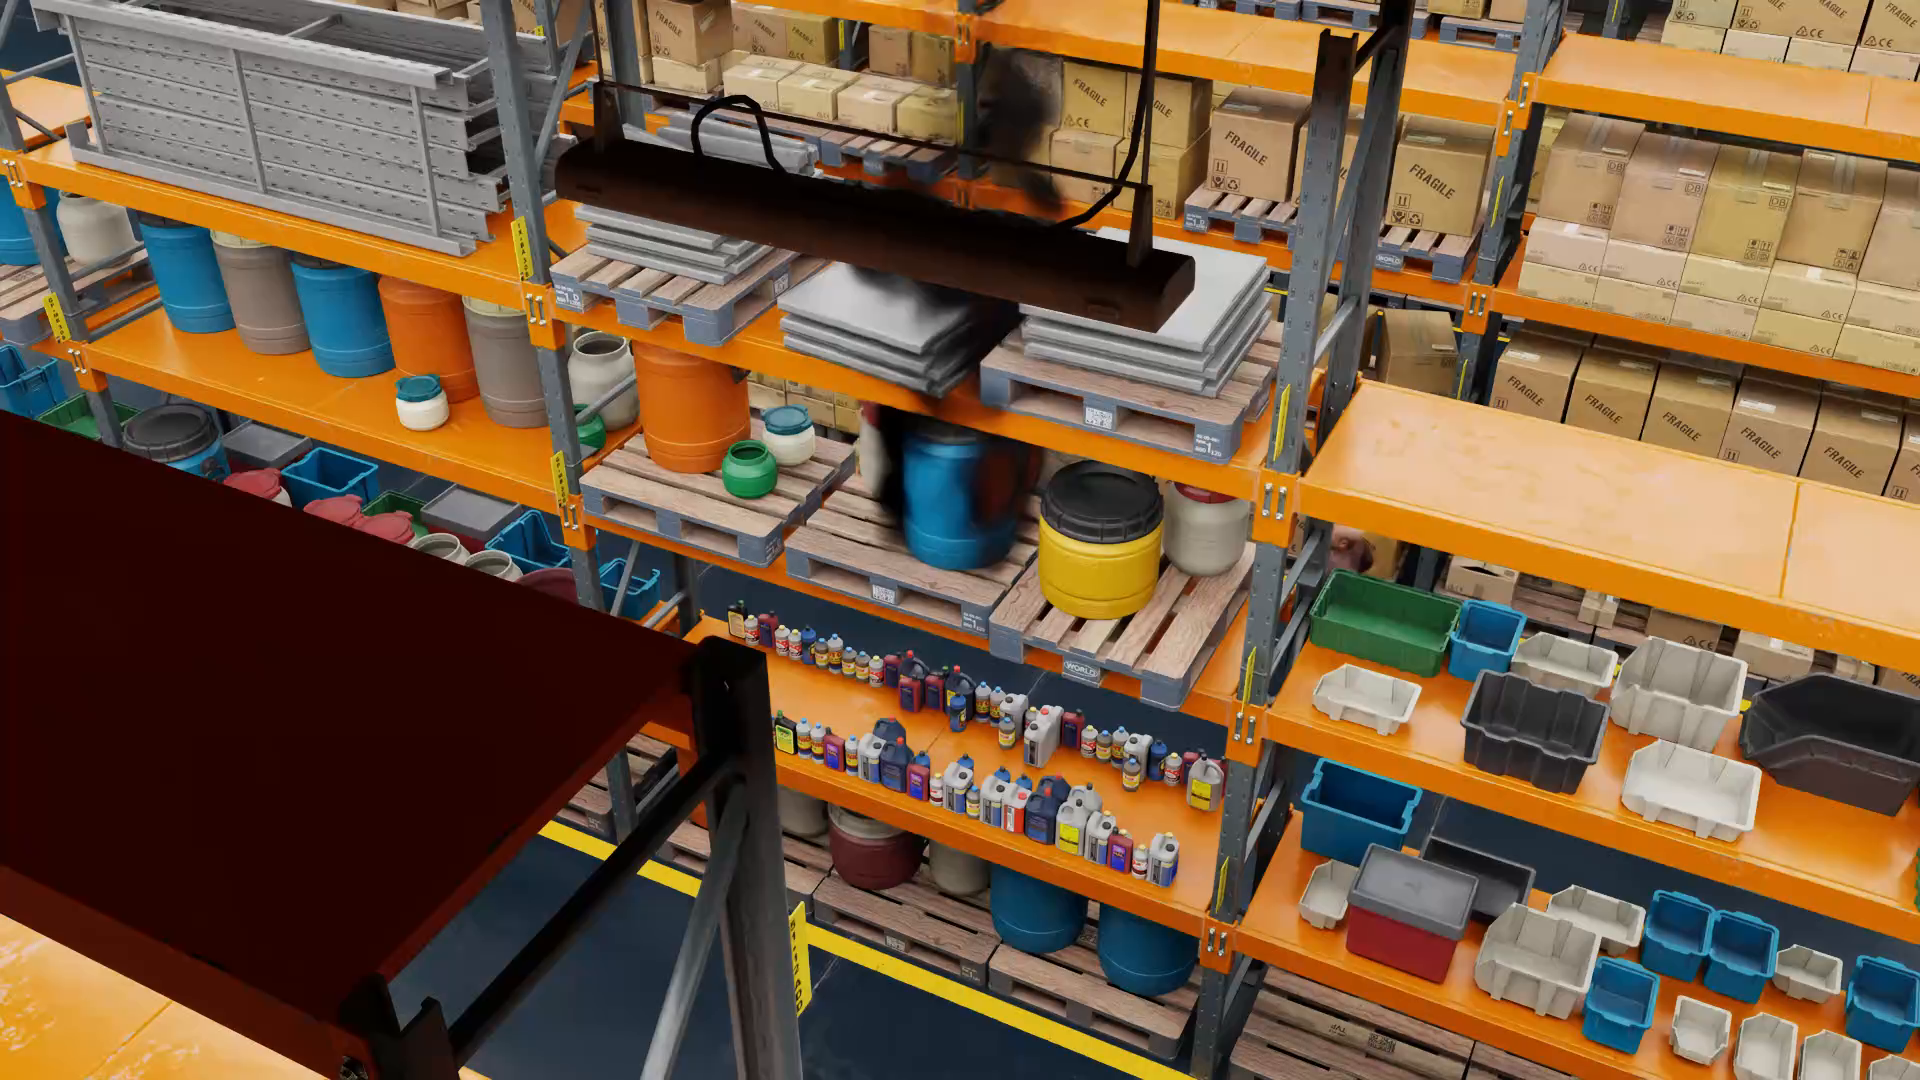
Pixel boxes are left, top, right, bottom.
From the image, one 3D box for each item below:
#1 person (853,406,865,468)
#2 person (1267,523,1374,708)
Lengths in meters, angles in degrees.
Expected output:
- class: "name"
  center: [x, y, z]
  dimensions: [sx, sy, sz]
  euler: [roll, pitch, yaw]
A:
- class: "person"
  center: [-0.699, -0.366, 12.976]
  dimensions: [0.894, 1.635, 0.593]
  euler: [11, 36, 15]
- class: "person"
  center: [2.582, 0.567, 11.546]
  dimensions: [0.866, 1.748, 0.742]
  euler: [12, 37, 16]
